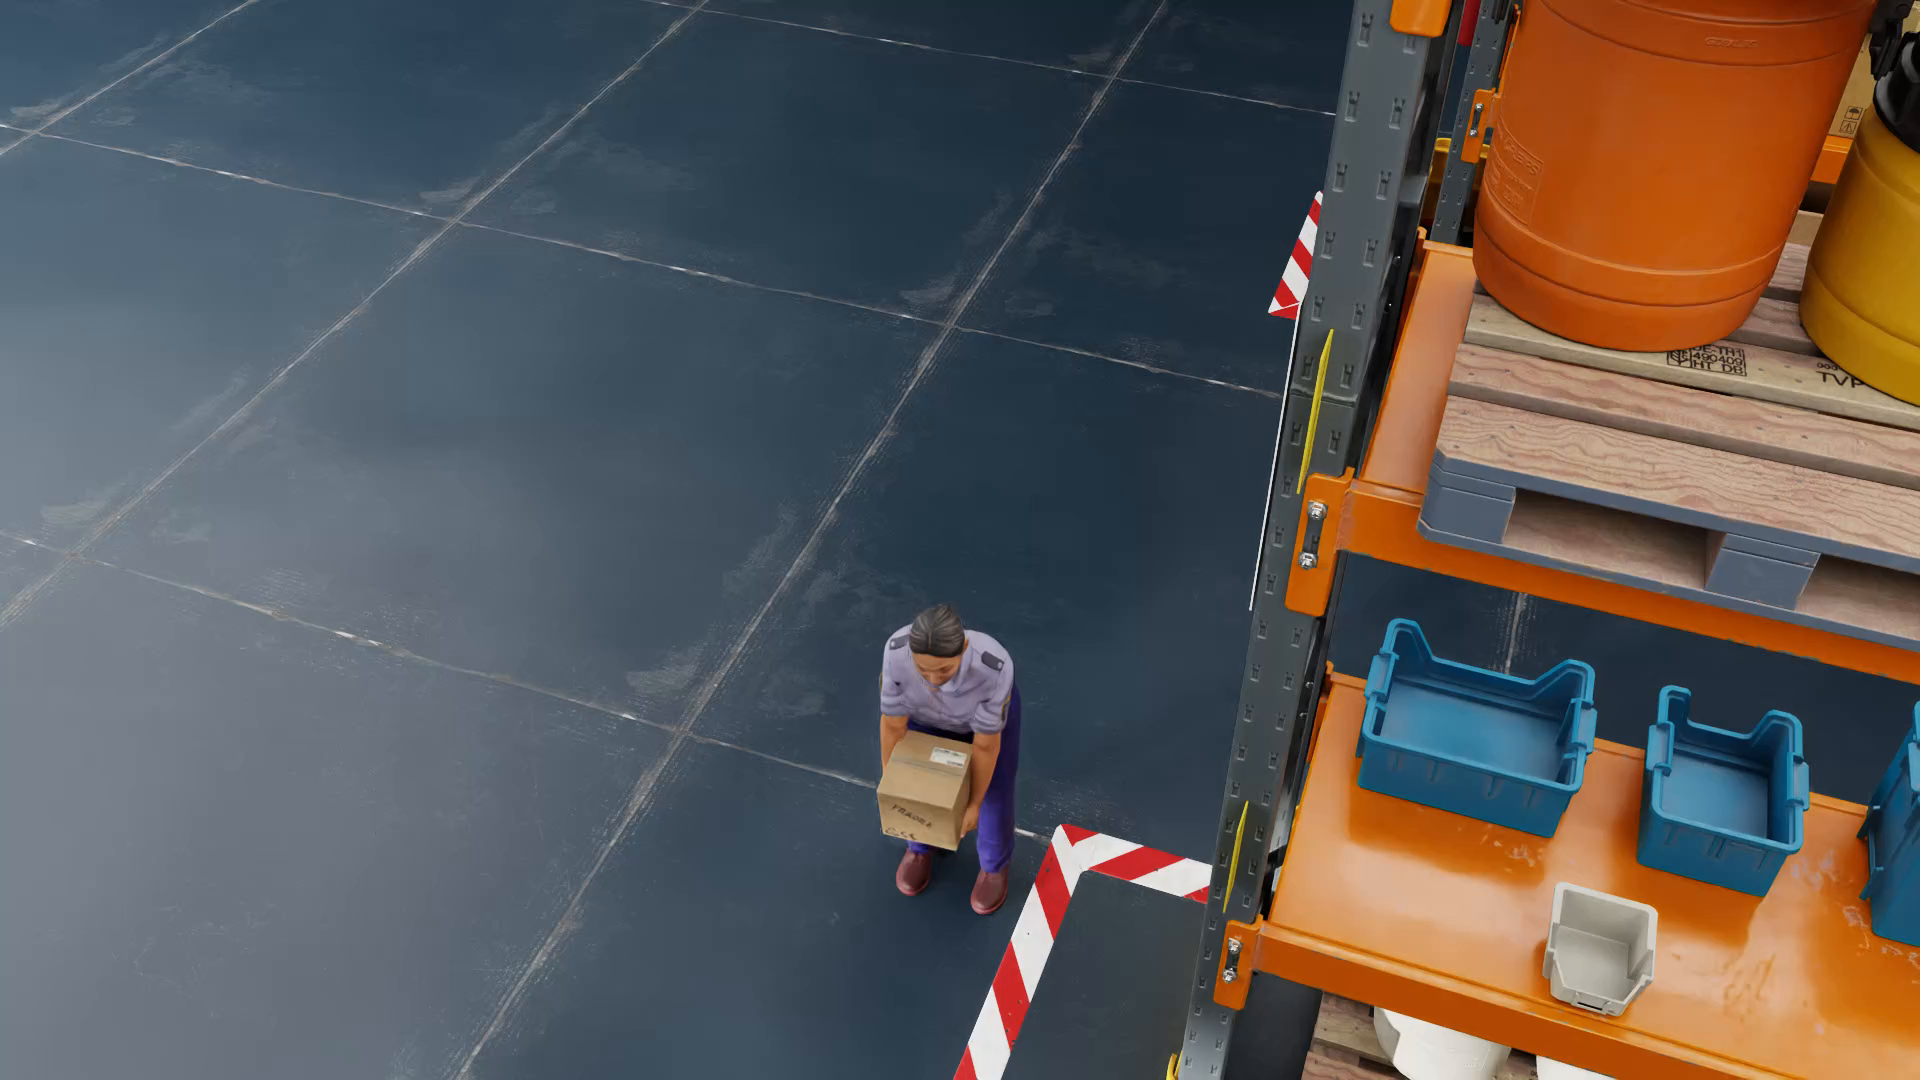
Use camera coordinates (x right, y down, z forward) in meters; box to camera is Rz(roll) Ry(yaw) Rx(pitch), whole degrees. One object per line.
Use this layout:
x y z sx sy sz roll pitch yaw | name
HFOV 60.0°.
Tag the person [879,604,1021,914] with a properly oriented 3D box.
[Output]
-0.035 0.681 5.482 0.445 1.559 0.599 11 43 12 | person
